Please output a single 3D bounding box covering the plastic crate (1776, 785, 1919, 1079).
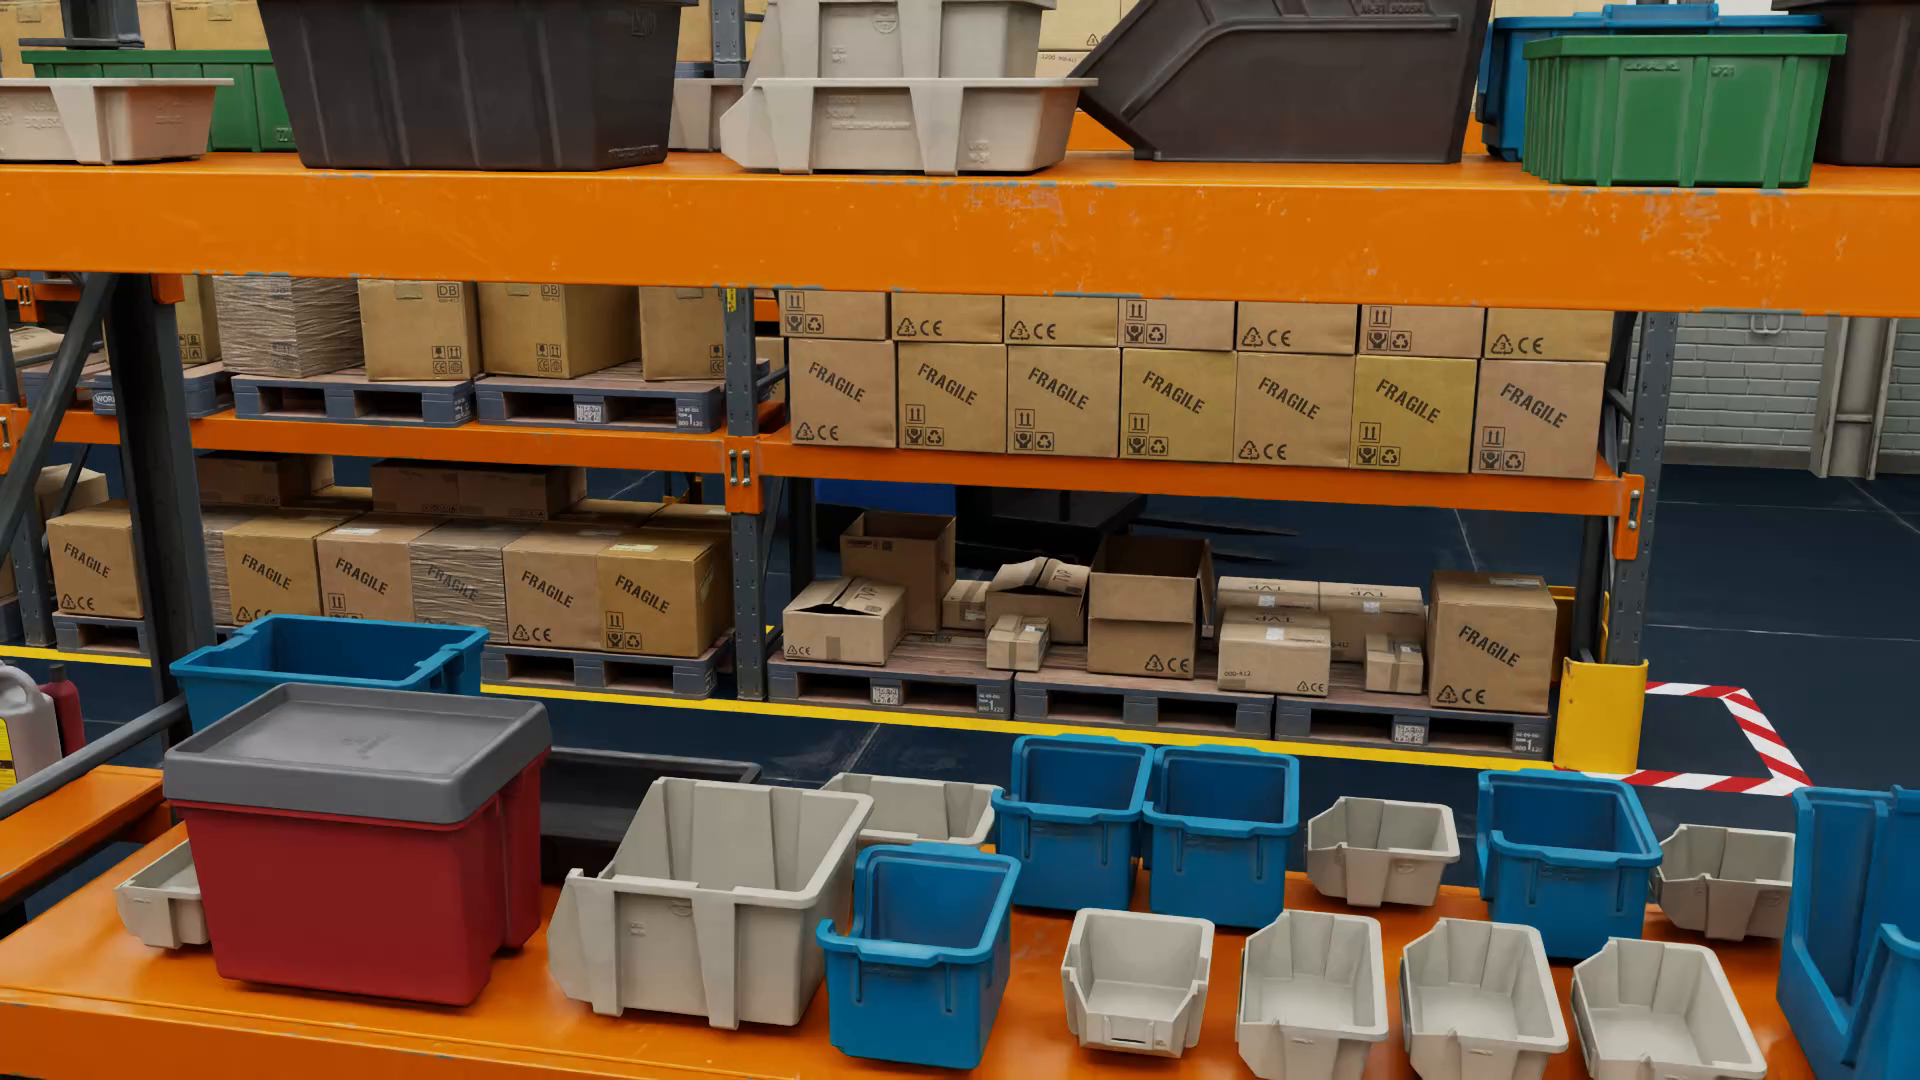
[{"bbox_3d":[1.633,0.708,2.639,0.499,0.435,0.616,3,16,11],"label":"plastic crate"}]

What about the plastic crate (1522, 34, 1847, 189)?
[{"bbox_3d":[0.975,-0.598,2.311,0.336,0.188,0.450,3,16,11],"label":"plastic crate"}]

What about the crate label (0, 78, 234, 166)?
[{"bbox_3d":[-1.499,-0.707,2.800,0.466,0.136,0.293,3,16,11],"label":"crate label"}]

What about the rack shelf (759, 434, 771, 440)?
[{"bbox_3d":[-1.416,-0.650,11.202,1.000,0.185,0.538,3,16,11],"label":"rack shelf"}]

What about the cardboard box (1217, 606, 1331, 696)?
[{"bbox_3d":[1.482,0.517,7.831,0.500,0.250,0.500,3,16,11],"label":"cardboard box"}]

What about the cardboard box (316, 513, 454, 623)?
[{"bbox_3d":[-2.944,0.174,8.603,0.500,0.500,0.500,3,16,9],"label":"cardboard box"}]

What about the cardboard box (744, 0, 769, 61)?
[{"bbox_3d":[-1.346,-3.876,12.734,0.500,0.500,0.700,3,16,10],"label":"cardboard box"}]

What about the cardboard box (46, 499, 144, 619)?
[{"bbox_3d":[-4.461,0.093,8.895,0.500,0.500,0.500,4,16,13],"label":"cardboard box"}]

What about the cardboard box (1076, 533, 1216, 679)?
[{"bbox_3d":[0.912,0.304,8.127,0.637,0.503,0.797,3,16,11],"label":"cardboard box"}]

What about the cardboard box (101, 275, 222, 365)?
[{"bbox_3d":[-4.211,-1.245,8.893,0.500,0.500,0.700,-2,16,-8],"label":"cardboard box"}]

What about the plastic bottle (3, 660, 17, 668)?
[{"bbox_3d":[-2.326,0.428,4.046,0.133,0.283,0.061,3,16,11],"label":"plastic bottle"}]

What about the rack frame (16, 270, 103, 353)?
[{"bbox_3d":[-7.787,-2.507,14.424,0.127,3.000,1.000,3,16,11],"label":"rack frame"}]

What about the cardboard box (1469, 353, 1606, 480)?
[{"bbox_3d":[2.496,-0.574,7.256,0.500,0.500,0.500,4,16,13],"label":"cardboard box"}]

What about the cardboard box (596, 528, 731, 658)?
[{"bbox_3d":[-1.471,0.256,8.308,0.500,0.500,0.500,3,16,11],"label":"cardboard box"}]

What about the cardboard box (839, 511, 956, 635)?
[{"bbox_3d":[-0.316,0.163,8.642,0.500,0.500,0.500,3,16,11],"label":"cardboard box"}]

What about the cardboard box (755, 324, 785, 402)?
[{"bbox_3d":[-1.482,-1.295,13.289,0.750,0.750,0.750,4,16,13],"label":"cardboard box"}]

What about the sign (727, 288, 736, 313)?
[{"bbox_3d":[-1.038,-1.198,7.529,0.005,0.325,0.100,3,16,11],"label":"sign"}]

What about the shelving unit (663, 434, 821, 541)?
[{"bbox_3d":[-1.407,-0.823,11.152,1.083,1.500,0.587,3,16,11],"label":"shelving unit"}]

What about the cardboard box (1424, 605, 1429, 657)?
[{"bbox_3d":[2.402,0.455,8.213,0.250,0.166,0.380,3,16,11],"label":"cardboard box"}]

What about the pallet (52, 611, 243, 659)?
[{"bbox_3d":[-4.126,0.395,9.170,1.213,0.211,1.003,3,16,11],"label":"pallet"}]

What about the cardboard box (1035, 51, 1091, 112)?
[{"bbox_3d":[0.476,-2.014,7.304,0.500,0.250,0.500,3,16,11],"label":"cardboard box"}]

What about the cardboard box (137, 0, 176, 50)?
[{"bbox_3d":[-3.916,-2.451,8.413,0.500,0.500,0.910,3,16,11],"label":"cardboard box"}]

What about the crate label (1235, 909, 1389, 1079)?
[{"bbox_3d":[0.604,0.797,2.876,0.243,0.136,0.396,3,16,11],"label":"crate label"}]

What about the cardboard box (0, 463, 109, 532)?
[{"bbox_3d":[-5.305,-0.251,9.591,0.500,0.311,0.500,4,16,13],"label":"cardboard box"}]

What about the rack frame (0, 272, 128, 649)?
[{"bbox_3d":[-4.850,-0.998,8.977,0.127,3.000,1.000,3,16,11],"label":"rack frame"}]

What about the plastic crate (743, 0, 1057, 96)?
[{"bbox_3d":[-0.112,-0.864,3.096,0.530,0.282,0.437,3,16,11],"label":"plastic crate"}]

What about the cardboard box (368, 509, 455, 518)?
[{"bbox_3d":[-2.864,0.037,9.099,0.500,0.500,0.500,3,16,9],"label":"cardboard box"}]

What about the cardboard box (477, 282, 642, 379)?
[{"bbox_3d":[-2.037,-1.140,8.514,0.500,0.500,0.700,6,16,20],"label":"cardboard box"}]

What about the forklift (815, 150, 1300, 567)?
[{"bbox_3d":[0.593,-1.328,10.297,3.031,2.935,1.130,7,17,23],"label":"forklift"}]

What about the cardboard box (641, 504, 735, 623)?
[{"bbox_3d":[-1.356,0.118,8.807,0.500,0.500,0.500,2,16,9],"label":"cardboard box"}]

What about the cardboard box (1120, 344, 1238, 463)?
[{"bbox_3d":[1.005,-0.655,7.550,0.500,0.500,0.500,3,16,10],"label":"cardboard box"}]

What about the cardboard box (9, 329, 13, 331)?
[{"bbox_3d":[-5.688,-1.054,9.343,0.500,0.311,0.500,3,16,10],"label":"cardboard box"}]

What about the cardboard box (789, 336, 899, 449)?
[{"bbox_3d":[-0.485,-0.735,7.840,0.500,0.500,0.500,4,16,13],"label":"cardboard box"}]

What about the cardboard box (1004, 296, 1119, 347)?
[{"bbox_3d":[0.484,-1.162,7.508,0.500,0.500,0.500,3,16,9],"label":"cardboard box"}]

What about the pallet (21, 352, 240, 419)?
[{"bbox_3d":[-4.172,-0.888,8.939,1.003,0.211,1.213,3,16,11],"label":"pallet"}]

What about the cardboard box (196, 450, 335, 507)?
[{"bbox_3d":[-3.831,-0.377,9.187,0.500,0.250,0.500,4,16,13],"label":"cardboard box"}]

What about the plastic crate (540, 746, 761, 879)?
[{"bbox_3d":[-0.771,0.603,3.599,0.590,0.125,0.437,3,16,11],"label":"plastic crate"}]

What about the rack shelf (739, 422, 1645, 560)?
[{"bbox_3d":[1.029,-0.332,7.921,4.000,0.370,1.077,3,16,11],"label":"rack shelf"}]

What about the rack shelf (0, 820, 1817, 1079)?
[{"bbox_3d":[0.039,0.963,3.244,4.000,0.370,1.077,3,16,11],"label":"rack shelf"}]

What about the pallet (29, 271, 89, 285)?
[{"bbox_3d":[-7.067,-2.336,14.165,1.213,0.211,1.003,3,16,11],"label":"pallet"}]

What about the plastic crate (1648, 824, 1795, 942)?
[{"bbox_3d":[1.524,0.683,3.289,0.298,0.136,0.250,3,16,11],"label":"plastic crate"}]

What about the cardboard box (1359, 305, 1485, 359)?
[{"bbox_3d":[2.003,-1.081,7.216,0.500,0.500,0.500,4,16,13],"label":"cardboard box"}]

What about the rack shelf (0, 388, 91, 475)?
[{"bbox_3d":[-6.810,-0.758,9.457,4.000,0.370,1.077,3,16,11],"label":"rack shelf"}]

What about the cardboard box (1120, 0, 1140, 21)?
[{"bbox_3d":[0.964,-2.227,7.136,0.500,0.250,0.500,3,16,11],"label":"cardboard box"}]

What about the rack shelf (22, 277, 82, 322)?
[{"bbox_3d":[-5.827,-2.054,14.136,4.000,0.370,1.077,3,16,11],"label":"rack shelf"}]

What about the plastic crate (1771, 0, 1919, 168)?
[{"bbox_3d":[1.677,-0.753,2.718,0.590,0.269,0.497,3,16,11],"label":"plastic crate"}]

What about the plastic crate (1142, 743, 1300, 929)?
[{"bbox_3d":[0.532,0.605,3.389,0.300,0.233,0.416,3,16,11],"label":"plastic crate"}]

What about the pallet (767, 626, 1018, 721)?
[{"bbox_3d":[-0.258,0.595,8.448,1.213,0.211,1.003,3,16,11],"label":"pallet"}]
